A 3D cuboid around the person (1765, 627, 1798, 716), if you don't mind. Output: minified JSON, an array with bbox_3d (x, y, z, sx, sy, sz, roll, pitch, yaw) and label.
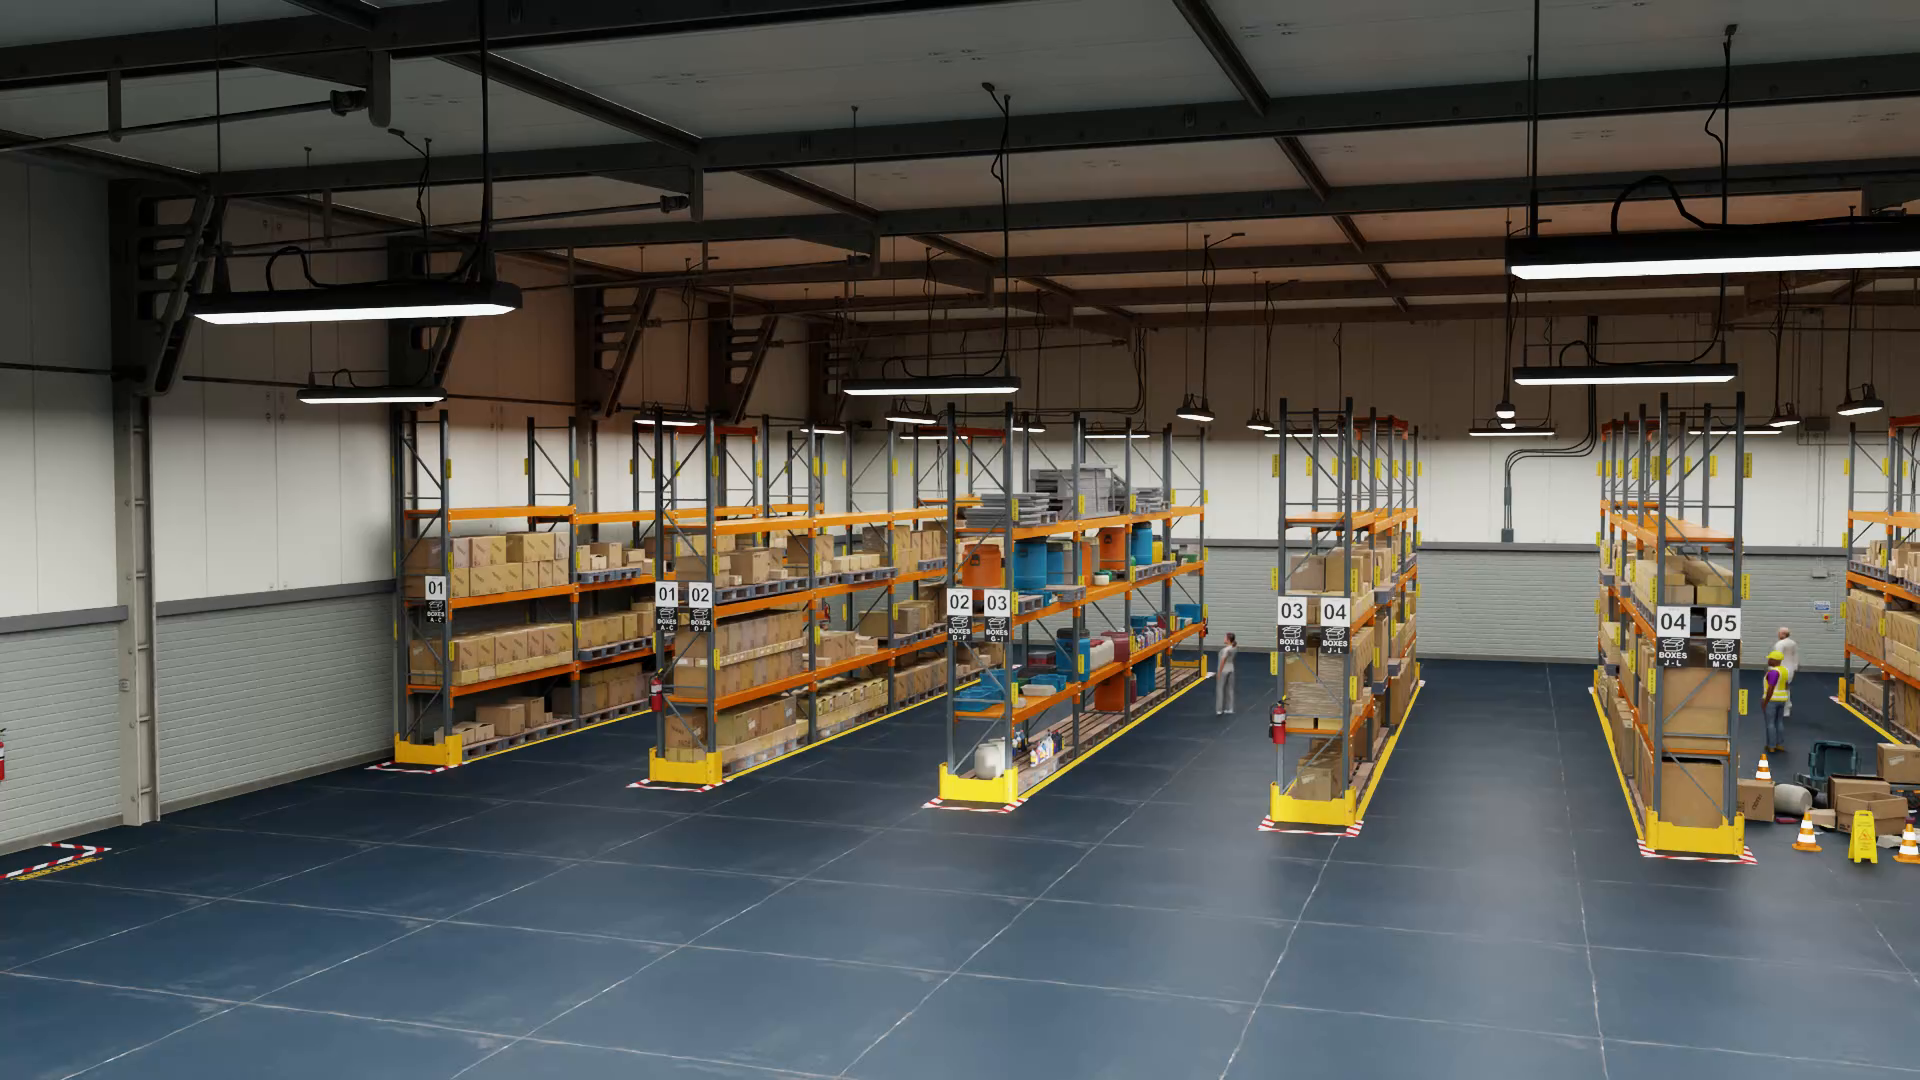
[{"bbox_3d":[16.628,2.717,33.578,0.633,1.729,0.552,0,2,-6],"label":"person"}]

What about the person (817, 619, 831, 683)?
[{"bbox_3d":[-3.006,2.583,36.874,0.425,1.683,0.511,1,3,29],"label":"person"}]

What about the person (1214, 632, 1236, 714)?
[{"bbox_3d":[5.416,2.720,33.924,0.468,1.682,0.415,-2,3,-39],"label":"person"}]

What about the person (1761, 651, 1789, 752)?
[{"bbox_3d":[14.464,2.861,29.574,0.604,1.779,0.477,-1,3,-18],"label":"person"}]
